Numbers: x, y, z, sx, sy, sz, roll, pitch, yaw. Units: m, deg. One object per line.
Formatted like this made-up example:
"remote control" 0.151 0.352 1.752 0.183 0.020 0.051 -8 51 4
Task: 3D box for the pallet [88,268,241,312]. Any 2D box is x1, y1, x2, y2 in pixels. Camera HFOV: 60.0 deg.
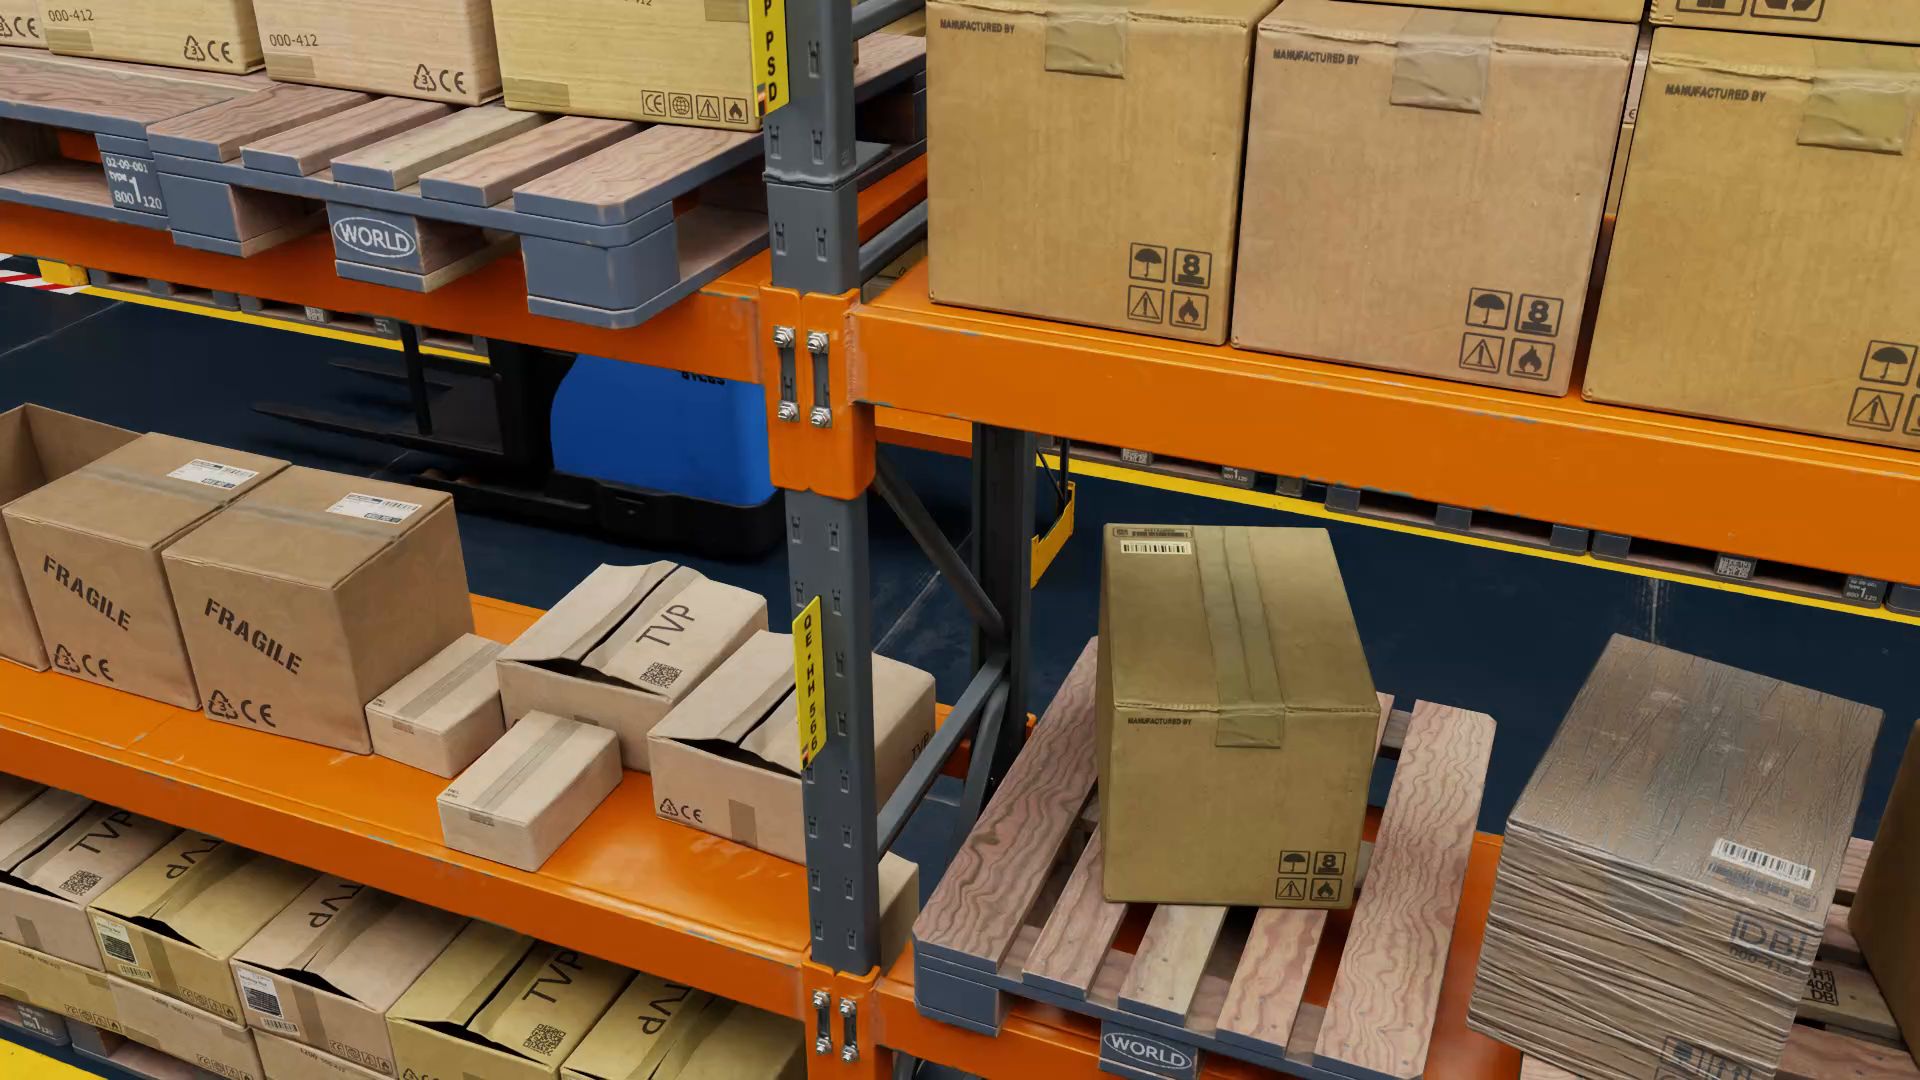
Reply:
"pallet" -4.814 -1.829 10.772 1.213 0.211 1.003 11 31 19

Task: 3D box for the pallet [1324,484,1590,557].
"pallet" 2.491 -0.349 8.154 1.213 0.211 1.003 11 31 19

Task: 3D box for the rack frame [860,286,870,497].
"rack frame" -0.550 -0.763 7.575 0.032 1.500 0.500 11 31 19

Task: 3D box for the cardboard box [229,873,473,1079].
"cardboard box" -1.598 1.113 4.529 0.500 0.311 0.500 11 31 19

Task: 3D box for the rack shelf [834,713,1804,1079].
"rack shelf" 1.783 1.199 3.312 4.000 0.370 1.077 11 31 19

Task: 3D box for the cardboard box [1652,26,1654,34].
"cardboard box" 3.260 -2.092 7.217 0.500 0.250 0.500 10 31 18

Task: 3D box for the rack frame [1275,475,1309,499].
"rack frame" 1.789 -1.744 7.786 0.127 3.000 1.000 11 31 19

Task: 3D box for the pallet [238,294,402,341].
"pallet" -3.687 -1.603 10.371 1.213 0.211 1.003 11 31 19

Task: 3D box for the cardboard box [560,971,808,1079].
"cardboard box" -0.648 1.301 4.197 0.500 0.311 0.500 12 32 20

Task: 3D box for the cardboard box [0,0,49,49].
"cardboard box" -2.028 -1.266 3.619 0.500 0.250 0.500 9 31 15

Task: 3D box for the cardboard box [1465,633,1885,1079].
"cardboard box" 1.332 0.611 3.093 0.500 0.500 0.700 18 34 28

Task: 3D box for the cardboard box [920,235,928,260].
"cardboard box" 0.119 -1.510 8.704 0.500 0.250 0.500 11 31 19

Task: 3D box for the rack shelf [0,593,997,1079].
"rack shelf" -1.923 0.459 4.621 4.000 0.370 1.077 11 31 19

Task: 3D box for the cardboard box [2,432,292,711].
"cardboard box" -2.119 0.072 4.473 0.500 0.500 0.500 11 31 19

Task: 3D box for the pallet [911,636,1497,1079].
"pallet" 0.585 0.693 3.671 1.003 0.211 1.213 11 31 19

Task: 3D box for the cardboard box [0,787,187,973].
"cardboard box" -2.545 0.926 4.861 0.500 0.311 0.500 10 31 17

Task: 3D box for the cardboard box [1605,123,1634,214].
"cardboard box" 2.625 -1.618 7.139 0.500 0.500 0.500 12 32 21

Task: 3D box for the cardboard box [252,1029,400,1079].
"cardboard box" -1.593 1.356 4.671 0.500 0.250 0.500 12 32 20

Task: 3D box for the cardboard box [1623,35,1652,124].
"cardboard box" 2.611 -1.951 6.967 0.500 0.250 0.500 11 31 18

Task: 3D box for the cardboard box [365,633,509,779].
"cardboard box" -1.273 0.415 4.223 0.250 0.149 0.380 14 32 23

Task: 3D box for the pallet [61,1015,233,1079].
"pallet" -1.945 1.333 5.177 1.213 0.211 1.003 11 31 19

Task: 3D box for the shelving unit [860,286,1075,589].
"shelving unit" -0.071 -0.667 7.406 1.083 1.500 0.587 11 31 19

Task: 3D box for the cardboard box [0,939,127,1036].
"cardboard box" -2.542 1.167 5.004 0.500 0.250 0.500 10 31 18

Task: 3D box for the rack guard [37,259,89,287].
"rack guard" -5.553 -2.121 10.995 0.348 0.500 1.175 11 31 19

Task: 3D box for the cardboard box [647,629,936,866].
"cardboard box" -0.390 0.467 3.965 0.500 0.311 0.500 13 32 22

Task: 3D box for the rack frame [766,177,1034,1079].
"rack frame" -0.070 0.516 3.789 0.127 3.000 1.000 11 31 19

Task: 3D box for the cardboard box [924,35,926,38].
"cardboard box" 0.187 -2.281 8.189 0.500 0.500 0.700 11 31 19

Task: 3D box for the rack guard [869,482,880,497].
"rack guard" -0.532 -0.215 7.876 0.087 0.250 0.587 11 31 19

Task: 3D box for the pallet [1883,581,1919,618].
"pallet" 4.752 0.102 7.355 1.213 0.211 1.003 11 31 19

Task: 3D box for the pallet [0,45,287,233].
"pallet" -1.770 -0.998 3.611 1.213 0.211 1.003 13 32 21

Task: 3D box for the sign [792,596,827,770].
"sign" -0.275 0.265 3.055 0.005 0.325 0.100 11 31 19

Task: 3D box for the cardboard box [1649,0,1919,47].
"cardboard box" 1.277 -0.997 2.299 0.500 0.500 0.500 11 31 19

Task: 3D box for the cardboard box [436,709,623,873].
"cardboard box" -1.007 0.585 3.922 0.250 0.149 0.380 11 31 19

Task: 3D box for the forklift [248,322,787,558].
"forklift" -2.111 -1.645 7.681 3.031 2.935 1.130 11 31 18

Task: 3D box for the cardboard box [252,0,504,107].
"cardboard box" -1.004 -1.055 3.245 0.500 0.250 0.500 12 32 20

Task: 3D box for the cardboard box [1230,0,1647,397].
"cardboard box" 0.820 -0.674 2.744 0.500 0.500 0.910 11 31 19
